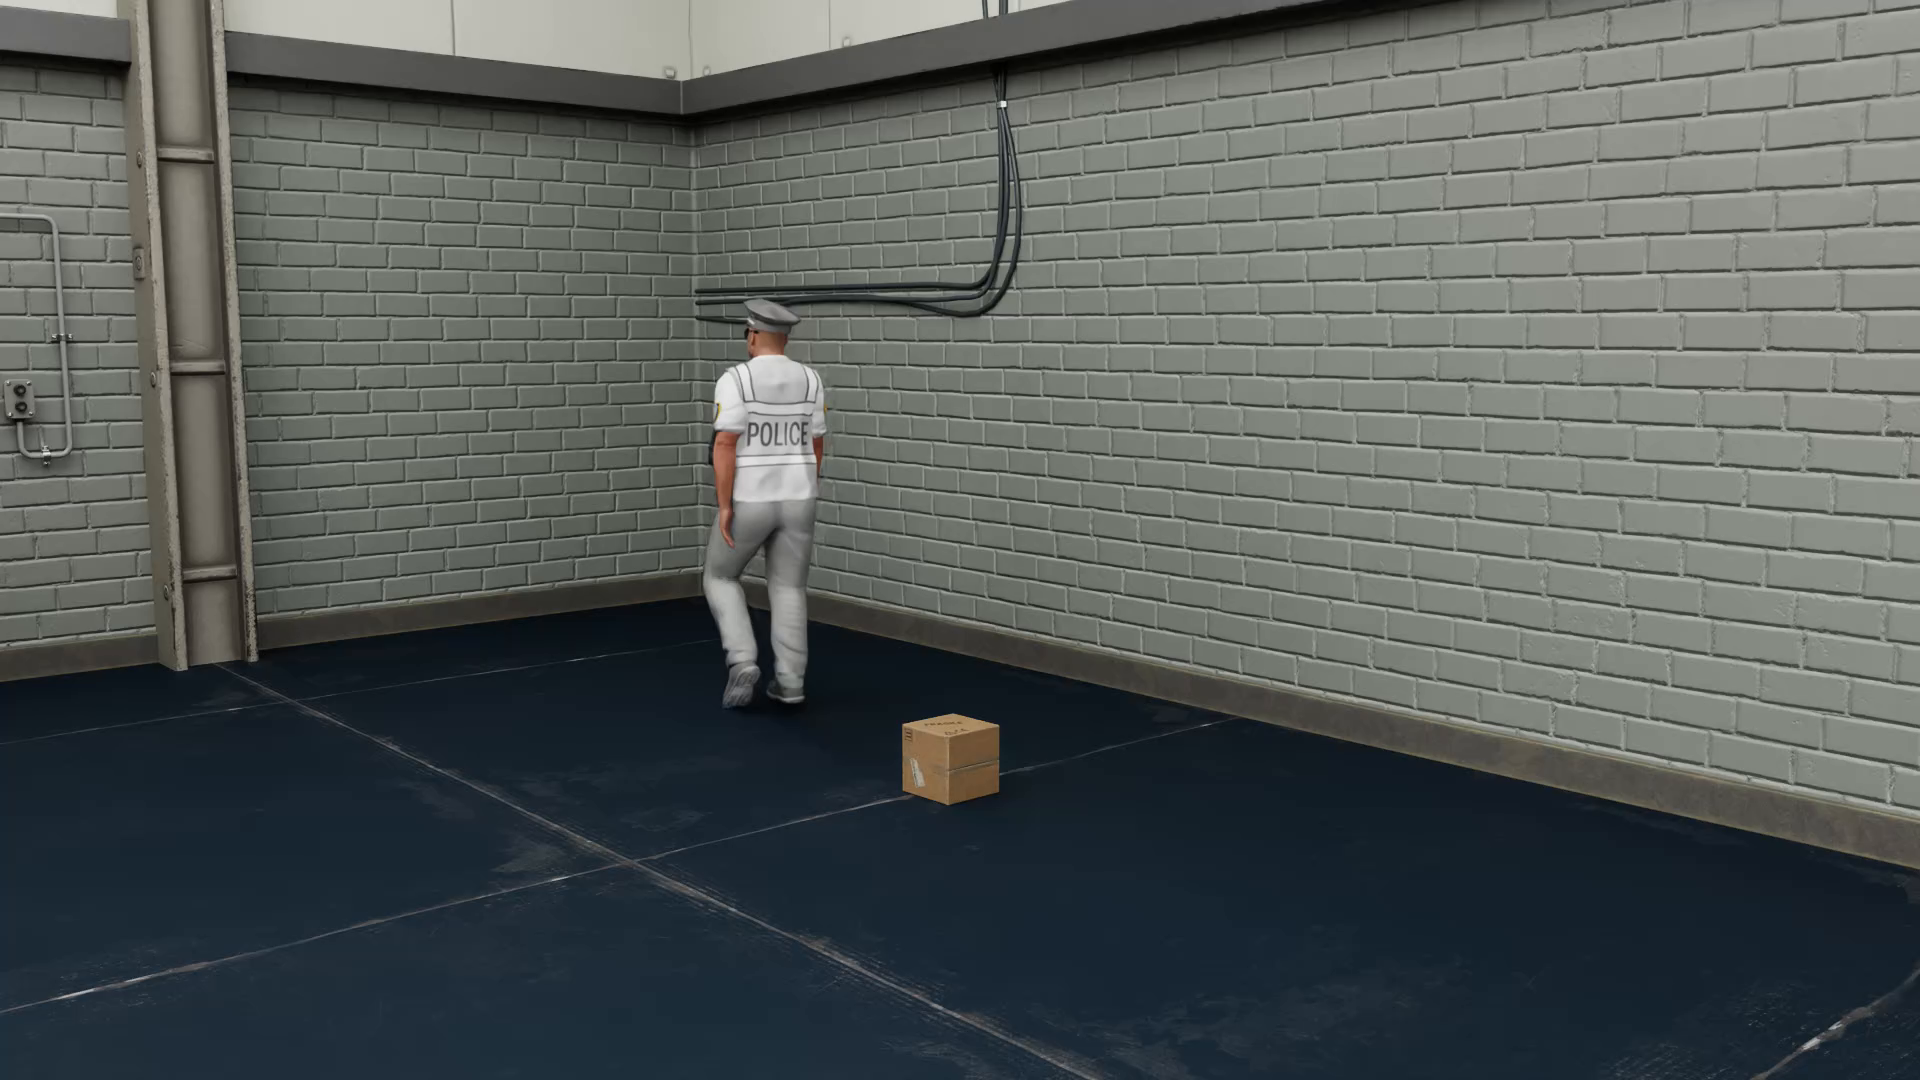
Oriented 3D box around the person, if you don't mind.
[{"bbox_3d":[-0.853,-0.141,7.296,0.545,1.820,0.473,-4,8,-27],"label":"person"}]
